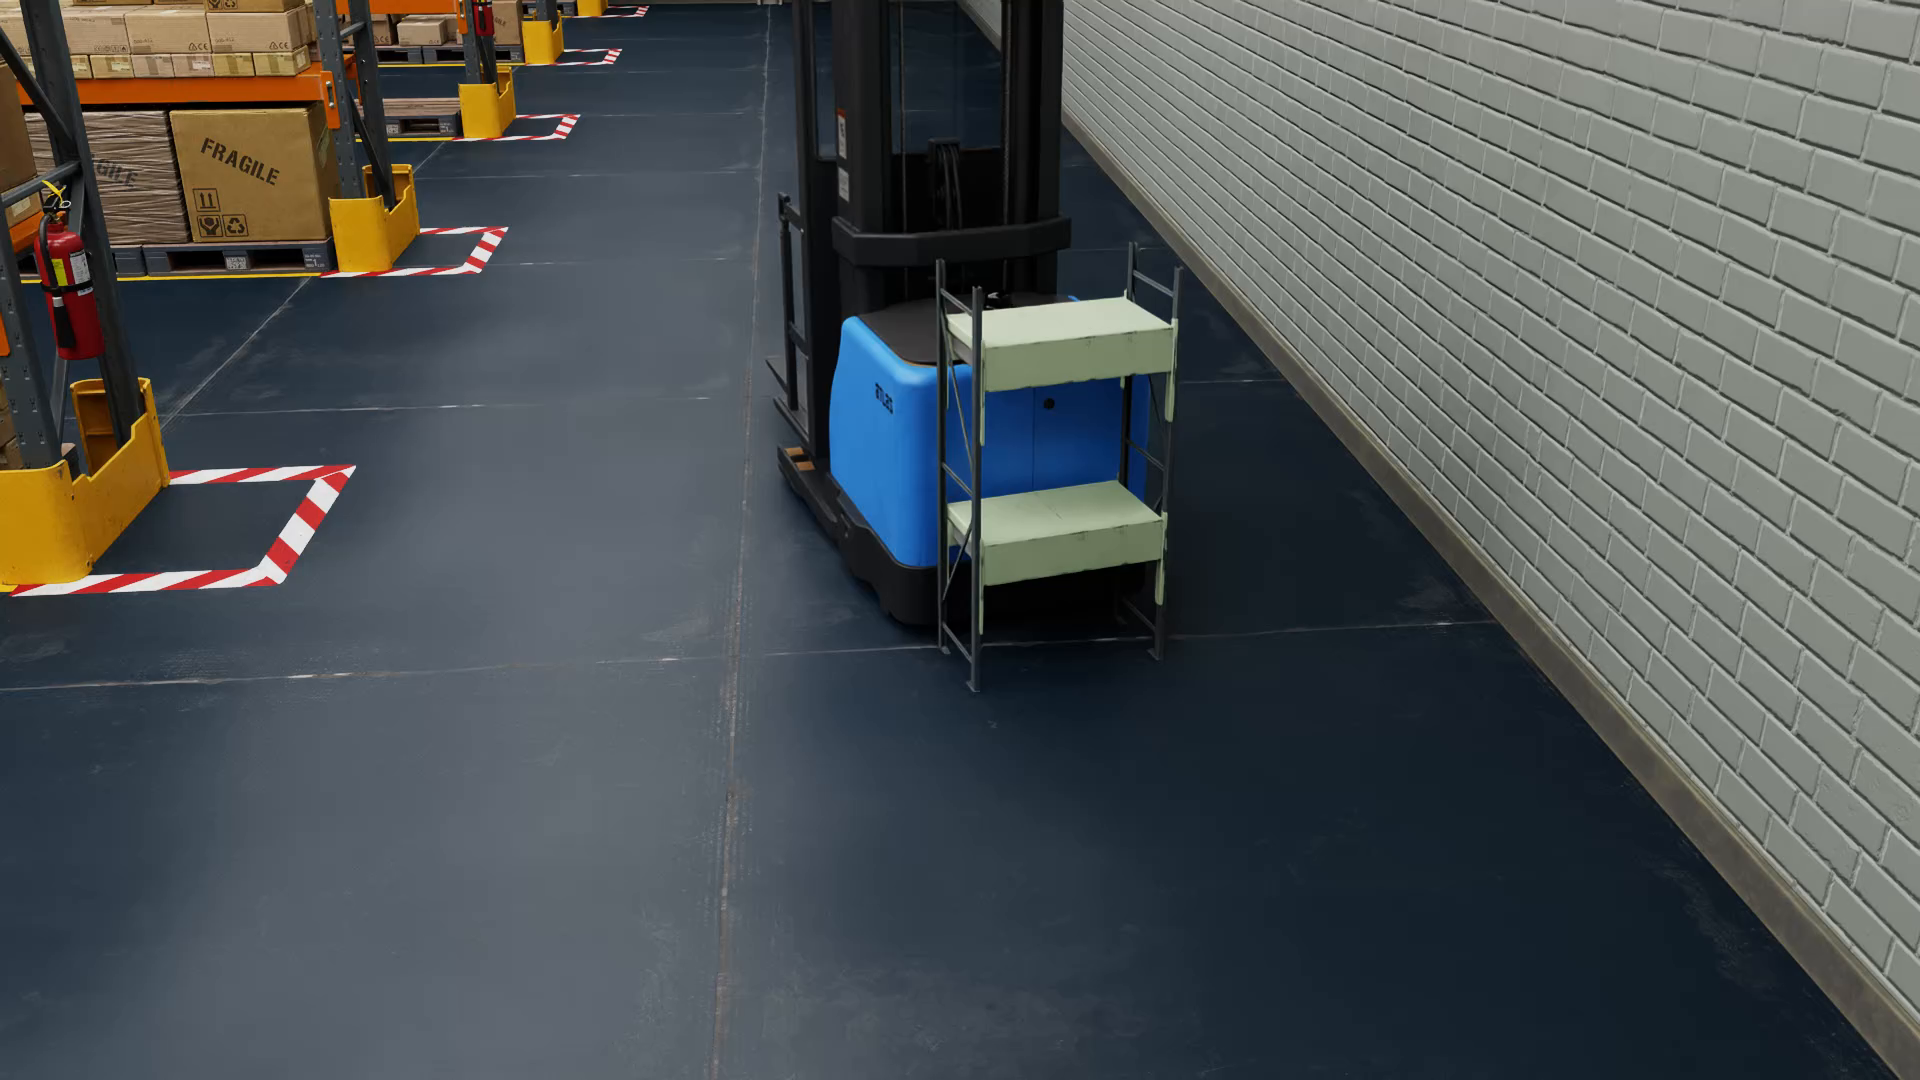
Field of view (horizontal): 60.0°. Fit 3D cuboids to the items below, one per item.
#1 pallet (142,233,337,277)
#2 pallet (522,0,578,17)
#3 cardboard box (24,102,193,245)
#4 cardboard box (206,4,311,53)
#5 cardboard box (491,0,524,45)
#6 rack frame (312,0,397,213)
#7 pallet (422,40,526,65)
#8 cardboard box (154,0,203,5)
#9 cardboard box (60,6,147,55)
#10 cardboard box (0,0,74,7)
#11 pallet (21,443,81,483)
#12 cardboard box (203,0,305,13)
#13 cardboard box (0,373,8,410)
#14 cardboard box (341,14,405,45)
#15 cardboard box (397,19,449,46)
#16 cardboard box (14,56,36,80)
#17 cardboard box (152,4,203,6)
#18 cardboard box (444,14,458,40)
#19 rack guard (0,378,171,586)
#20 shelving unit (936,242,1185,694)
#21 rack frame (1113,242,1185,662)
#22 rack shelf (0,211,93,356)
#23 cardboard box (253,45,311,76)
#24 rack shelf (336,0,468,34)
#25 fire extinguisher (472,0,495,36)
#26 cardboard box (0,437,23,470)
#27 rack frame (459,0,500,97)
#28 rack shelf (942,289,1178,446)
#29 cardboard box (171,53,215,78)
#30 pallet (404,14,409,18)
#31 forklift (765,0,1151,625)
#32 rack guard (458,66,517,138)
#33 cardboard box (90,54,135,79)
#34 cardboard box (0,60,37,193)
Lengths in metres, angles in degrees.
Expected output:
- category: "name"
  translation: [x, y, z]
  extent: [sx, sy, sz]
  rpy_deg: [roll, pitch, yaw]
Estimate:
- category: "pallet"
  translation: [-4.952, -2.098, 11.711]
  extent: [1.213, 0.211, 1.003]
  rpy_deg: [-2, 24, -5]
- category: "pallet"
  translation: [-6.413, -8.105, 25.225]
  extent: [1.213, 0.211, 1.003]
  rpy_deg: [-2, 24, -5]
- category: "cardboard box"
  translation: [-5.699, -2.563, 11.422]
  extent: [0.875, 0.875, 0.875]
  rpy_deg: [-2, 24, -5]
- category: "cardboard box"
  translation: [-4.620, -3.377, 10.973]
  extent: [0.500, 0.250, 0.500]
  rpy_deg: [-3, 24, -6]
- category: "cardboard box"
  translation: [-5.651, -6.378, 20.442]
  extent: [0.500, 0.500, 0.500]
  rpy_deg: [-2, 24, -5]
- category: "rack frame"
  translation: [-4.164, -3.436, 11.288]
  extent: [0.127, 3.000, 1.000]
  rpy_deg: [-2, 24, -5]
- category: "pallet"
  translation: [-6.003, -6.131, 20.784]
  extent: [1.213, 0.211, 1.003]
  rpy_deg: [-2, 24, -5]
- category: "cardboard box"
  translation: [-5.166, -3.916, 11.263]
  extent: [0.500, 0.500, 0.500]
  rpy_deg: [-3, 24, -6]
- category: "cardboard box"
  translation: [-5.632, -3.337, 10.882]
  extent: [0.500, 0.250, 0.500]
  rpy_deg: [-3, 24, -7]
- category: "cardboard box"
  translation: [-6.204, -3.529, 11.314]
  extent: [0.500, 0.250, 0.500]
  rpy_deg: [-3, 24, -6]
- category: "pallet"
  translation: [-4.665, -0.132, 7.287]
  extent: [1.213, 0.211, 1.003]
  rpy_deg: [-2, 24, -5]
- category: "cardboard box"
  translation: [-4.623, -3.721, 10.823]
  extent: [0.500, 0.500, 0.500]
  rpy_deg: [-2, 24, -4]
- category: "cardboard box"
  translation: [-4.332, -0.705, 7.403]
  extent: [0.250, 0.149, 0.380]
  rpy_deg: [-3, 24, -8]
- category: "cardboard box"
  translation: [-7.246, -6.418, 20.529]
  extent: [0.637, 0.503, 0.797]
  rpy_deg: [-2, 24, -5]
- category: "cardboard box"
  translation: [-6.599, -6.238, 20.435]
  extent: [0.500, 0.250, 0.500]
  rpy_deg: [-2, 24, -5]
- category: "cardboard box"
  translation: [-6.007, -3.113, 10.870]
  extent: [0.250, 0.149, 0.380]
  rpy_deg: [-2, 24, -4]
- category: "cardboard box"
  translation: [-5.185, -3.570, 11.408]
  extent: [0.500, 0.250, 0.500]
  rpy_deg: [-3, 24, -6]
- category: "cardboard box"
  translation: [-6.201, -6.458, 20.930]
  extent: [0.500, 0.250, 0.500]
  rpy_deg: [-2, 24, -5]
- category: "rack guard"
  translation: [-3.853, -0.282, 7.269]
  extent: [0.348, 0.500, 1.175]
  rpy_deg: [-2, 24, -5]
- category: "shelving unit"
  translation: [0.339, -0.257, 5.982]
  extent: [0.755, 1.500, 0.431]
  rpy_deg: [-8, 25, -18]
- category: "rack frame"
  translation: [0.683, -0.307, 6.095]
  extent: [0.023, 1.500, 0.400]
  rpy_deg: [-8, 25, -18]
- category: "rack shelf"
  translation: [-5.768, -1.019, 6.735]
  extent: [4.000, 0.370, 1.077]
  rpy_deg: [-2, 24, -5]
- category: "cardboard box"
  translation: [-4.486, -3.174, 11.007]
  extent: [0.250, 0.149, 0.380]
  rpy_deg: [-2, 24, -4]
- category: "rack shelf"
  translation: [-6.641, -5.030, 15.758]
  extent: [4.000, 0.370, 1.077]
  rpy_deg: [-2, 24, -5]
- category: "fire extinguisher"
  translation: [-4.456, -5.055, 15.484]
  extent: [0.183, 0.674, 0.296]
  rpy_deg: [-2, 24, -5]
- category: "cardboard box"
  translation: [-4.330, -0.425, 7.506]
  extent: [0.250, 0.149, 0.380]
  rpy_deg: [-2, 24, -4]
- category: "rack frame"
  translation: [-4.651, -5.438, 15.792]
  extent: [0.127, 3.000, 1.000]
  rpy_deg: [-2, 24, -5]
- category: "rack shelf"
  translation: [0.339, -0.614, 5.823]
  extent: [0.720, 0.370, 0.431]
  rpy_deg: [-8, 25, -18]
- category: "cardboard box"
  translation: [-4.996, -3.153, 10.961]
  extent: [0.250, 0.149, 0.380]
  rpy_deg: [-2, 24, -5]
- category: "pallet"
  translation: [-8.841, -8.007, 25.005]
  extent: [1.213, 0.211, 1.003]
  rpy_deg: [-2, 24, -5]
- category: "forklift"
  translation: [-0.222, -1.586, 7.210]
  extent: [1.130, 2.935, 3.031]
  rpy_deg: [-8, 25, -18]
- category: "rack guard"
  translation: [-4.628, -4.302, 16.314]
  extent: [0.348, 0.500, 1.175]
  rpy_deg: [-2, 24, -5]
- category: "cardboard box"
  translation: [-5.502, -3.133, 10.914]
  extent: [0.250, 0.149, 0.380]
  rpy_deg: [-3, 24, -6]
- category: "cardboard box"
  translation: [-4.251, -1.703, 6.898]
  extent: [0.500, 0.500, 0.500]
  rpy_deg: [-1, 24, -3]
